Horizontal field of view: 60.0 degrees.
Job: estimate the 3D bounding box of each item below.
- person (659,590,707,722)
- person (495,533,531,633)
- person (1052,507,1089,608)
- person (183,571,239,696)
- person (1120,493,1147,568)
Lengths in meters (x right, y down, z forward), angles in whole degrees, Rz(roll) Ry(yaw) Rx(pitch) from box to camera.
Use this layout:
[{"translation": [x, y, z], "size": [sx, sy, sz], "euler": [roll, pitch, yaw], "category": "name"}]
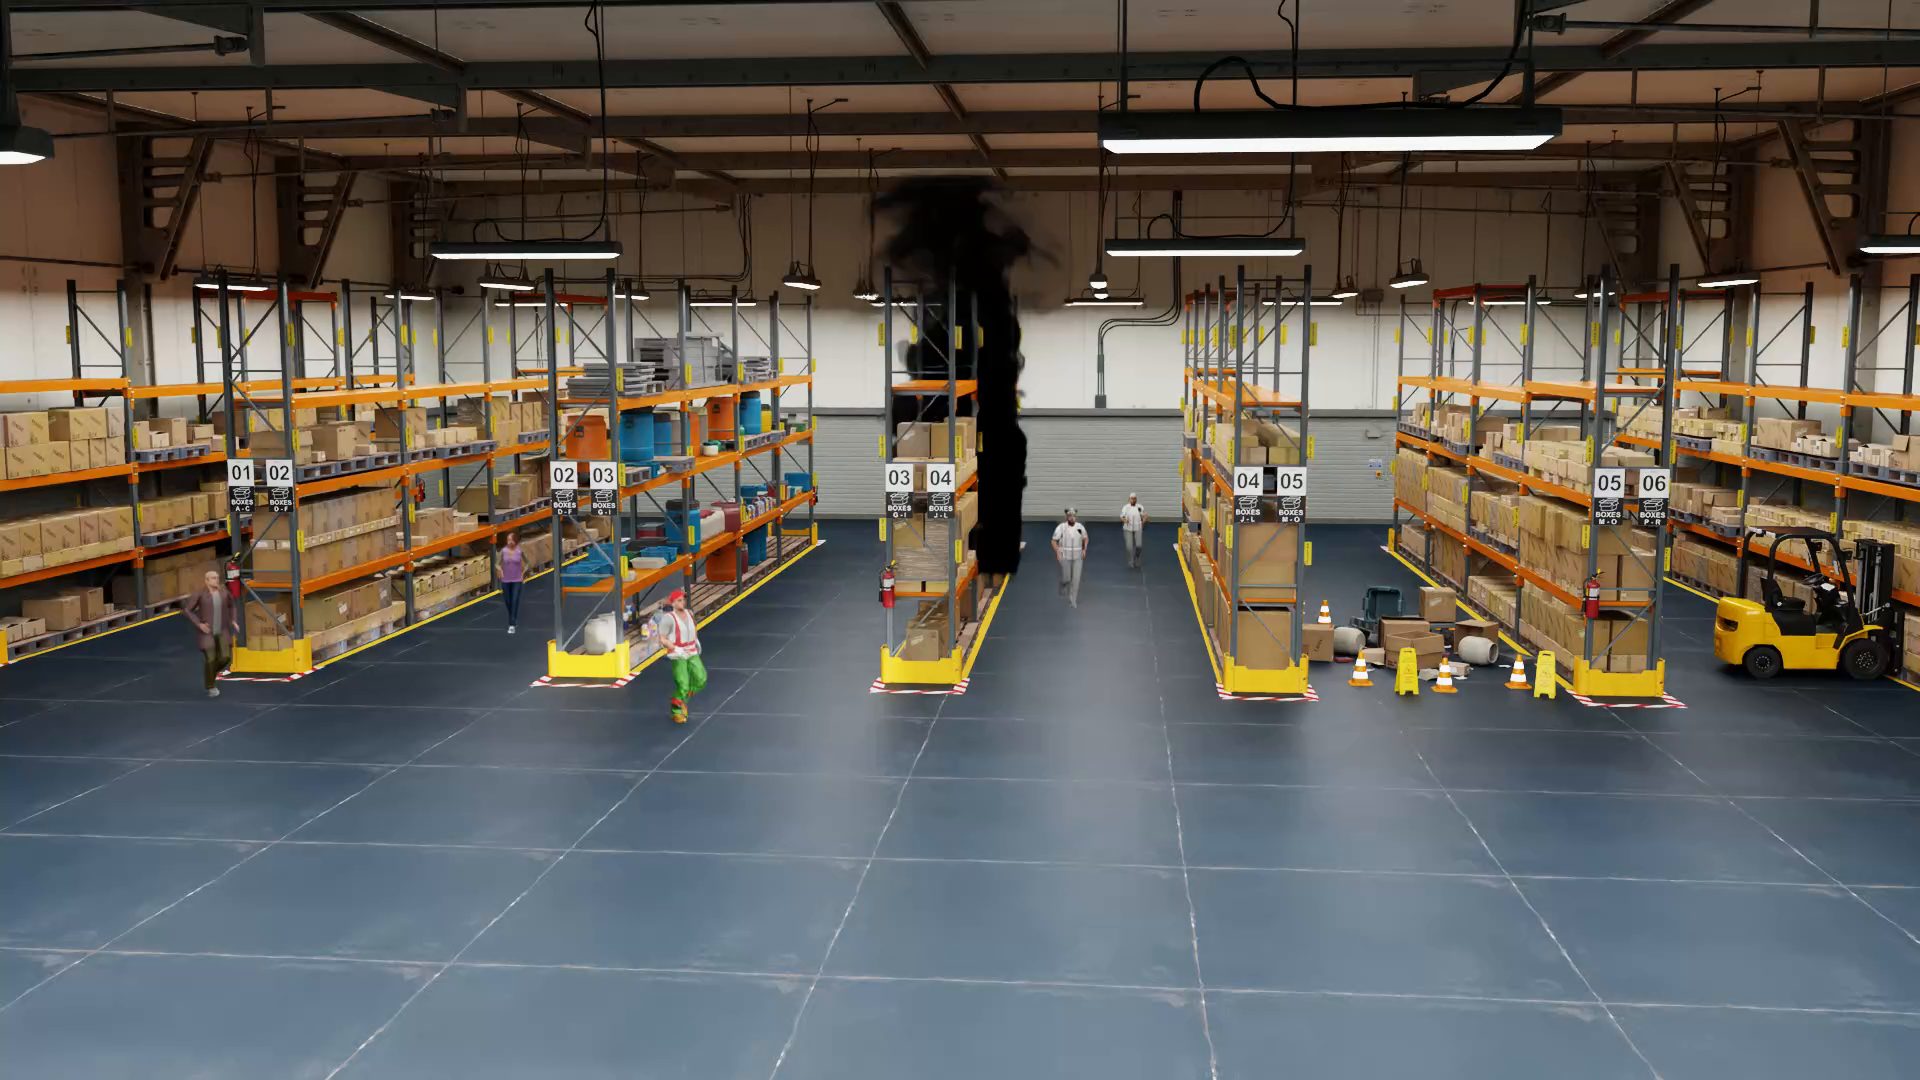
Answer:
[{"translation": [-3.580, 1.514, 21.645], "size": [0.530, 1.742, 0.670], "euler": [6, 9, 40], "category": "person"}, {"translation": [-7.176, 0.674, 26.682], "size": [0.550, 1.574, 0.736], "euler": [-1, 7, -8], "category": "person"}, {"translation": [1.955, 0.288, 29.345], "size": [0.672, 1.754, 0.679], "euler": [-1, 7, -7], "category": "person"}, {"translation": [-10.535, 1.313, 23.478], "size": [0.772, 1.750, 0.580], "euler": [-7, 10, -44], "category": "person"}, {"translation": [3.774, -0.196, 36.127], "size": [0.591, 1.638, 0.576], "euler": [0, 7, 3], "category": "person"}]
